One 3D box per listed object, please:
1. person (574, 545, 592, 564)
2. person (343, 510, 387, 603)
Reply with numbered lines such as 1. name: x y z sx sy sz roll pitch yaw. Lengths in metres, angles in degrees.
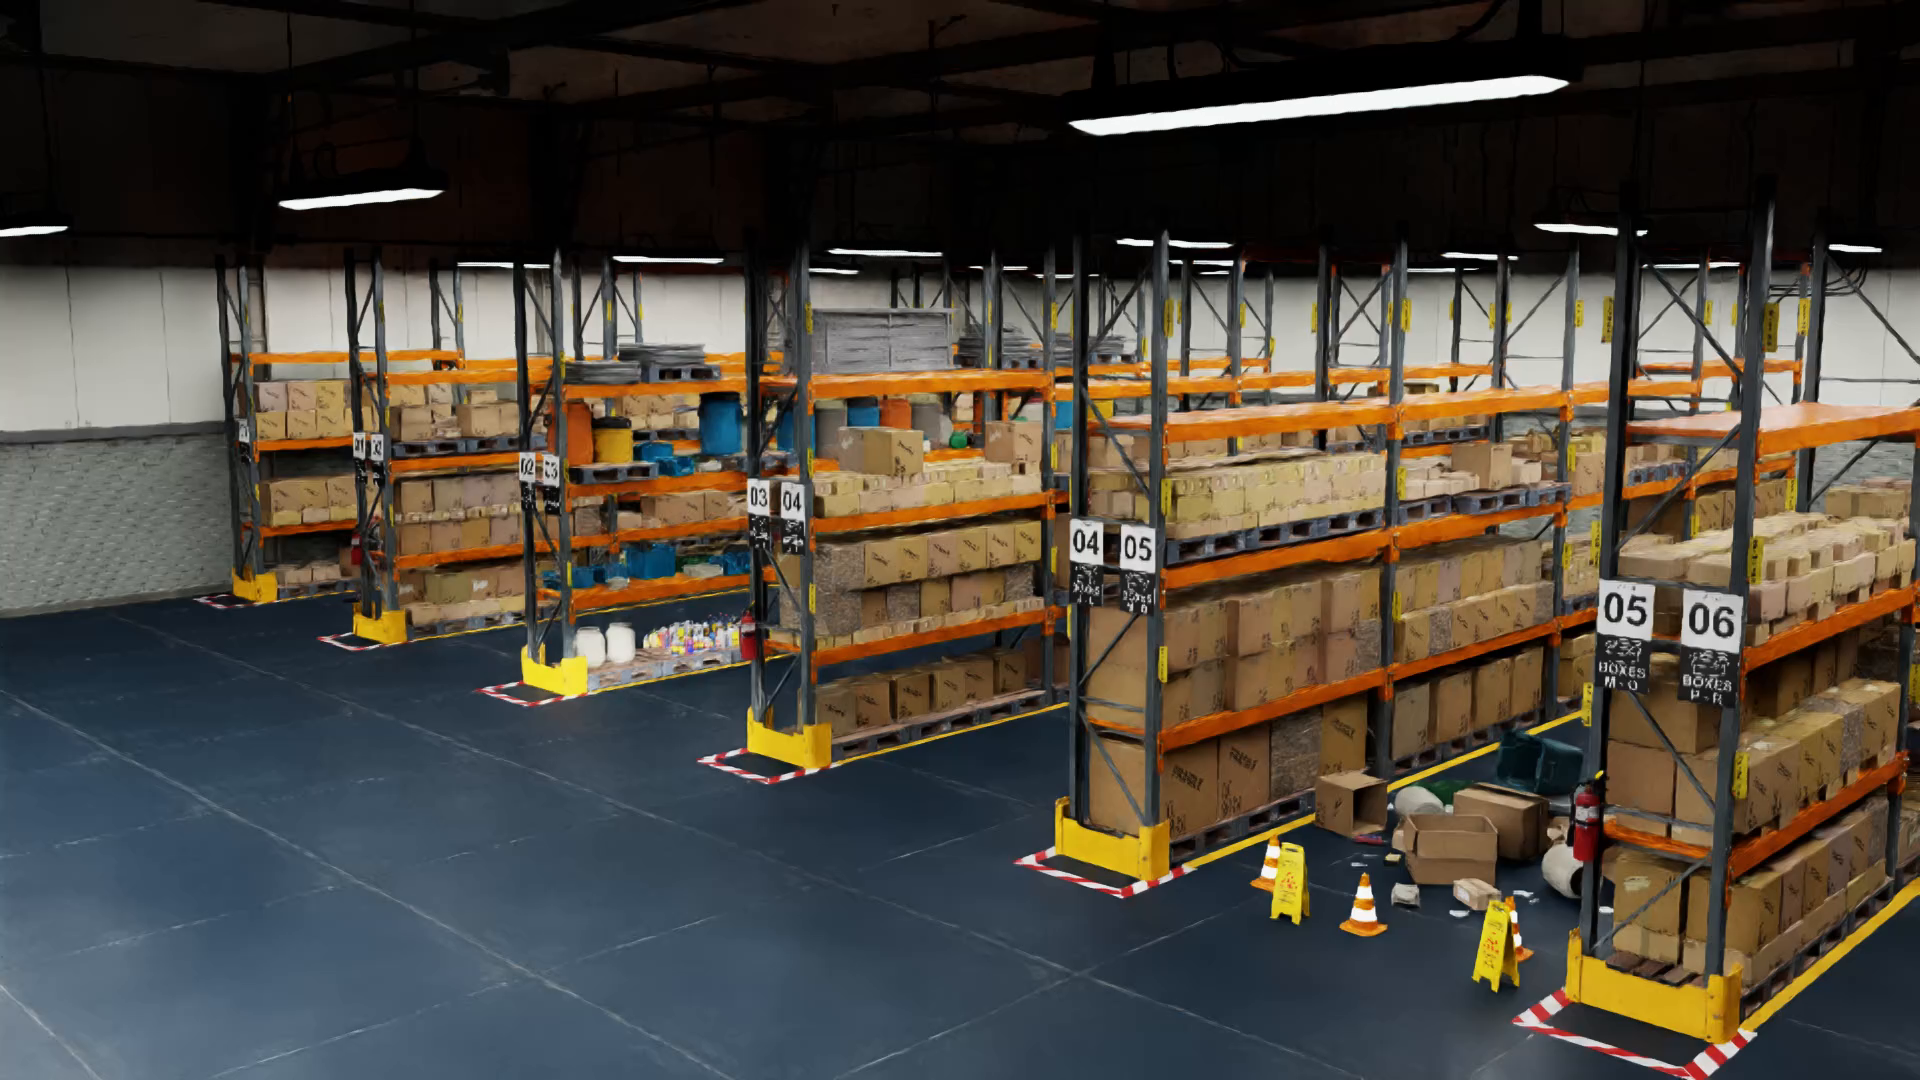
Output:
1. person: -7.239 -0.130 31.753 0.467 1.599 0.454 -2 8 -15
2. person: -10.026 0.292 28.528 1.083 1.646 0.555 -7 11 -42
